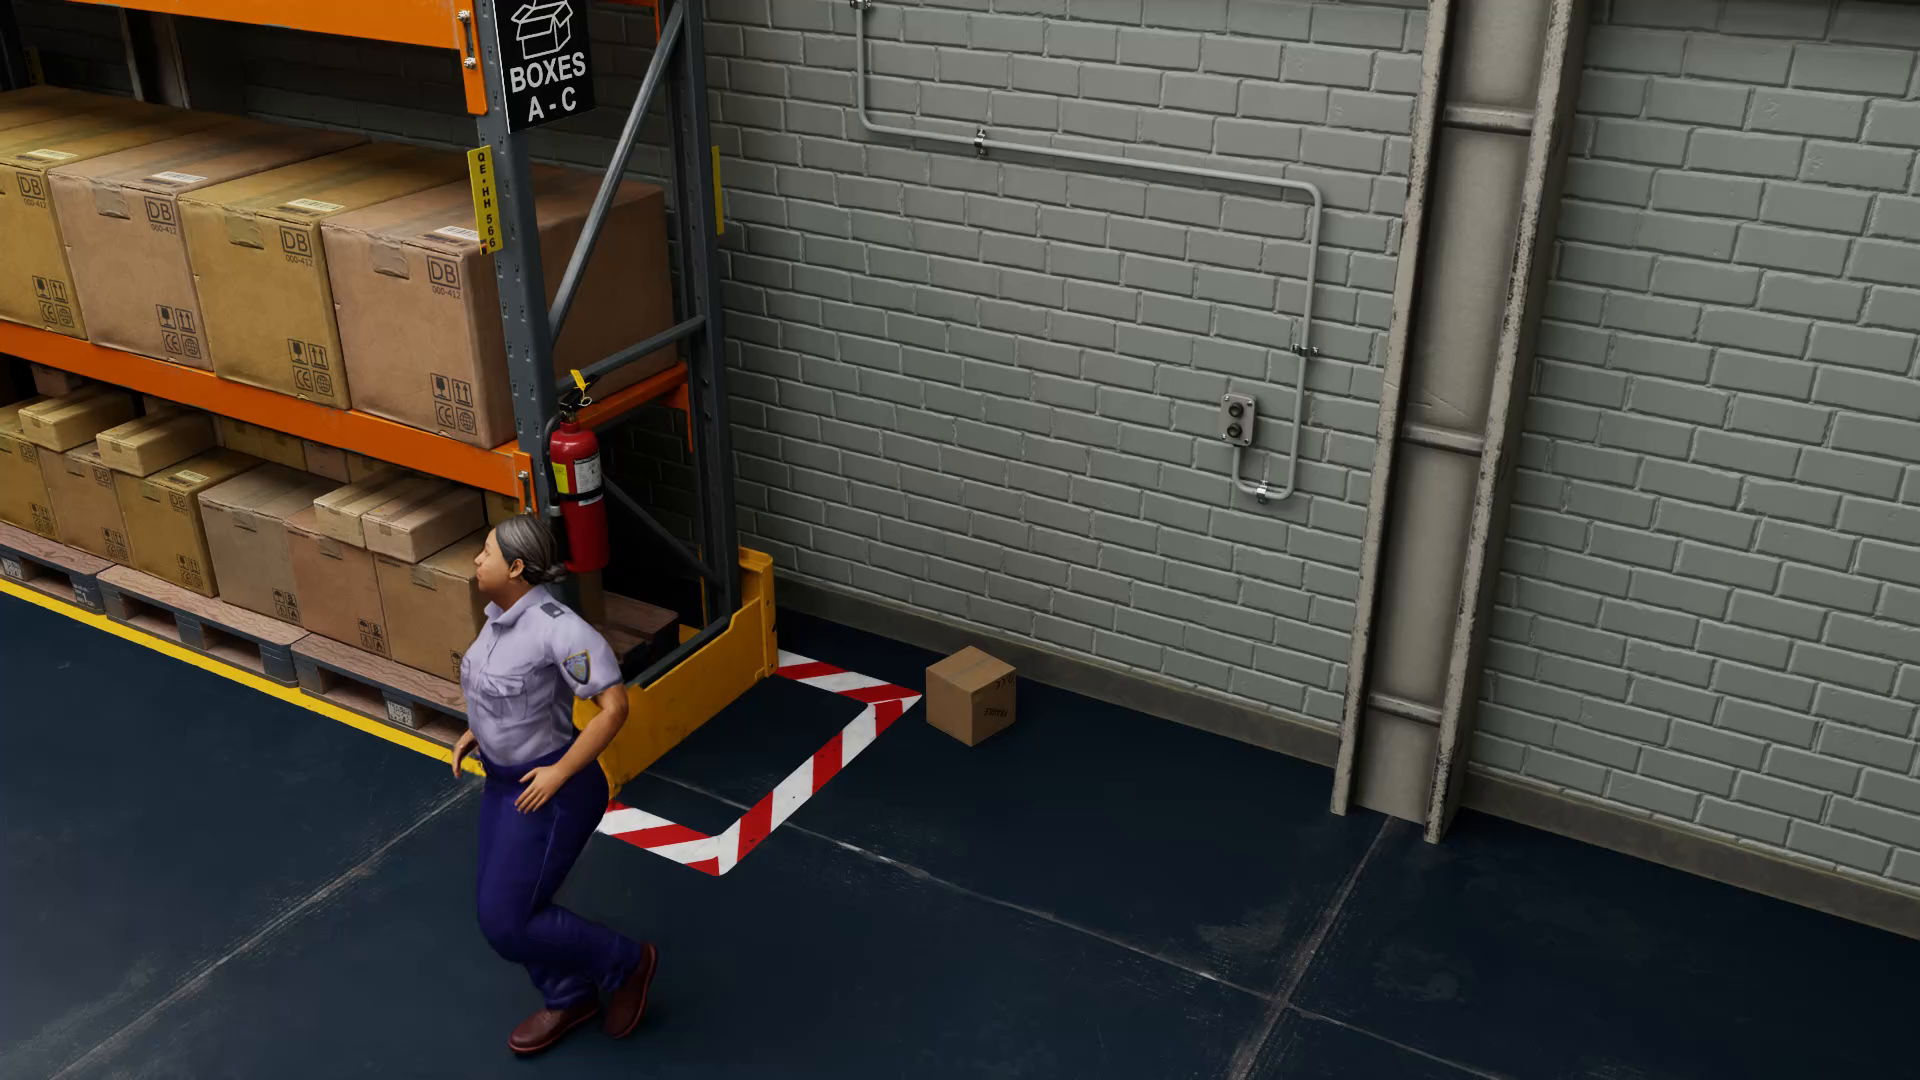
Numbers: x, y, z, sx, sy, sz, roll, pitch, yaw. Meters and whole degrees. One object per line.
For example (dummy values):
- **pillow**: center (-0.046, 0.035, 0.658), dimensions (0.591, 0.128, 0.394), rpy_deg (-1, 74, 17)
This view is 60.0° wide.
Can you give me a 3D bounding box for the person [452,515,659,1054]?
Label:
- **person**: center (-1.244, 0.700, 4.795), dimensions (0.482, 1.572, 0.660), rpy_deg (-16, 31, -28)
